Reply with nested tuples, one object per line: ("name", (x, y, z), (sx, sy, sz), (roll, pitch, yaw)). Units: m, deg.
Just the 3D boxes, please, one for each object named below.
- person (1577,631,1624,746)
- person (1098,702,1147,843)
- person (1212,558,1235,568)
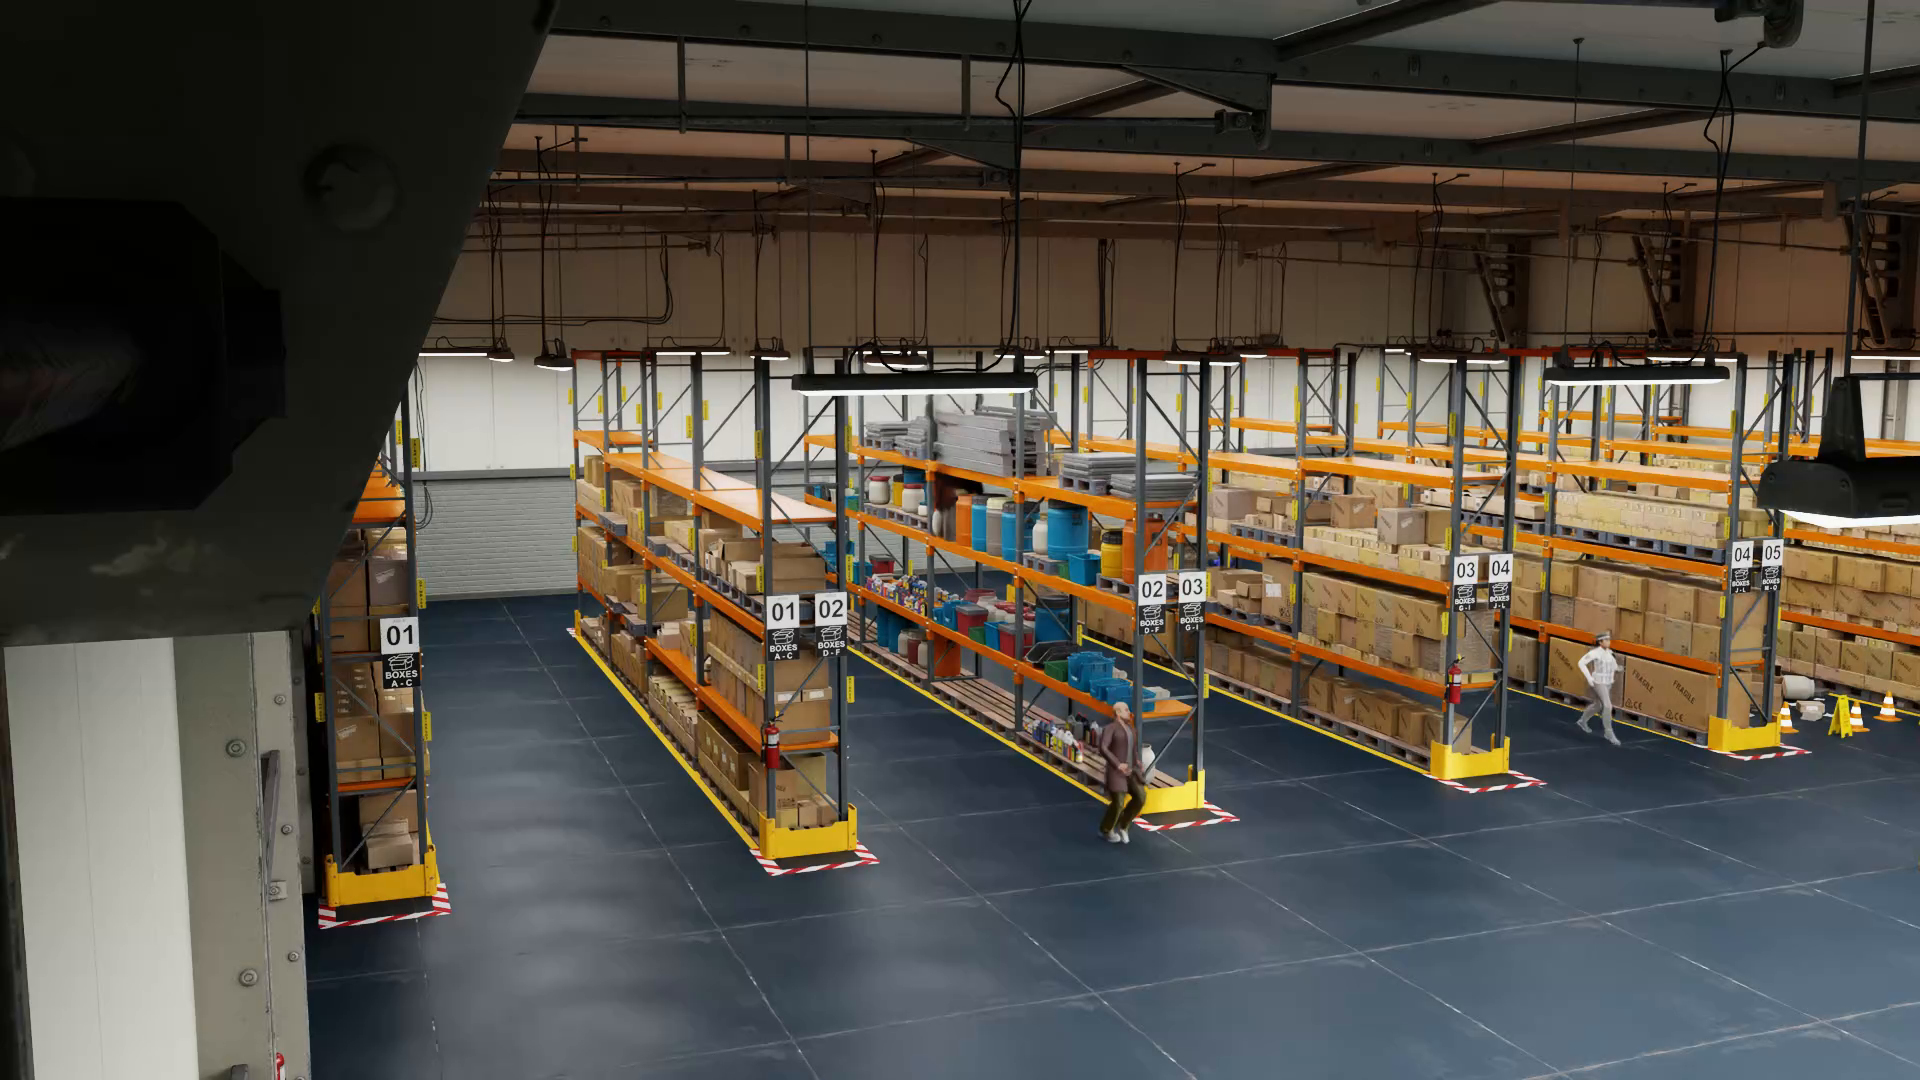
("person", (9.990, 2.265, 25.891), (0.593, 1.727, 0.837), (-5, 9, -36))
("person", (2.058, 2.910, 20.802), (0.768, 1.746, 0.617), (-6, 9, -41))
("person", (5.814, 0.964, 36.835), (0.581, 1.655, 0.650), (-2, 7, -13))
